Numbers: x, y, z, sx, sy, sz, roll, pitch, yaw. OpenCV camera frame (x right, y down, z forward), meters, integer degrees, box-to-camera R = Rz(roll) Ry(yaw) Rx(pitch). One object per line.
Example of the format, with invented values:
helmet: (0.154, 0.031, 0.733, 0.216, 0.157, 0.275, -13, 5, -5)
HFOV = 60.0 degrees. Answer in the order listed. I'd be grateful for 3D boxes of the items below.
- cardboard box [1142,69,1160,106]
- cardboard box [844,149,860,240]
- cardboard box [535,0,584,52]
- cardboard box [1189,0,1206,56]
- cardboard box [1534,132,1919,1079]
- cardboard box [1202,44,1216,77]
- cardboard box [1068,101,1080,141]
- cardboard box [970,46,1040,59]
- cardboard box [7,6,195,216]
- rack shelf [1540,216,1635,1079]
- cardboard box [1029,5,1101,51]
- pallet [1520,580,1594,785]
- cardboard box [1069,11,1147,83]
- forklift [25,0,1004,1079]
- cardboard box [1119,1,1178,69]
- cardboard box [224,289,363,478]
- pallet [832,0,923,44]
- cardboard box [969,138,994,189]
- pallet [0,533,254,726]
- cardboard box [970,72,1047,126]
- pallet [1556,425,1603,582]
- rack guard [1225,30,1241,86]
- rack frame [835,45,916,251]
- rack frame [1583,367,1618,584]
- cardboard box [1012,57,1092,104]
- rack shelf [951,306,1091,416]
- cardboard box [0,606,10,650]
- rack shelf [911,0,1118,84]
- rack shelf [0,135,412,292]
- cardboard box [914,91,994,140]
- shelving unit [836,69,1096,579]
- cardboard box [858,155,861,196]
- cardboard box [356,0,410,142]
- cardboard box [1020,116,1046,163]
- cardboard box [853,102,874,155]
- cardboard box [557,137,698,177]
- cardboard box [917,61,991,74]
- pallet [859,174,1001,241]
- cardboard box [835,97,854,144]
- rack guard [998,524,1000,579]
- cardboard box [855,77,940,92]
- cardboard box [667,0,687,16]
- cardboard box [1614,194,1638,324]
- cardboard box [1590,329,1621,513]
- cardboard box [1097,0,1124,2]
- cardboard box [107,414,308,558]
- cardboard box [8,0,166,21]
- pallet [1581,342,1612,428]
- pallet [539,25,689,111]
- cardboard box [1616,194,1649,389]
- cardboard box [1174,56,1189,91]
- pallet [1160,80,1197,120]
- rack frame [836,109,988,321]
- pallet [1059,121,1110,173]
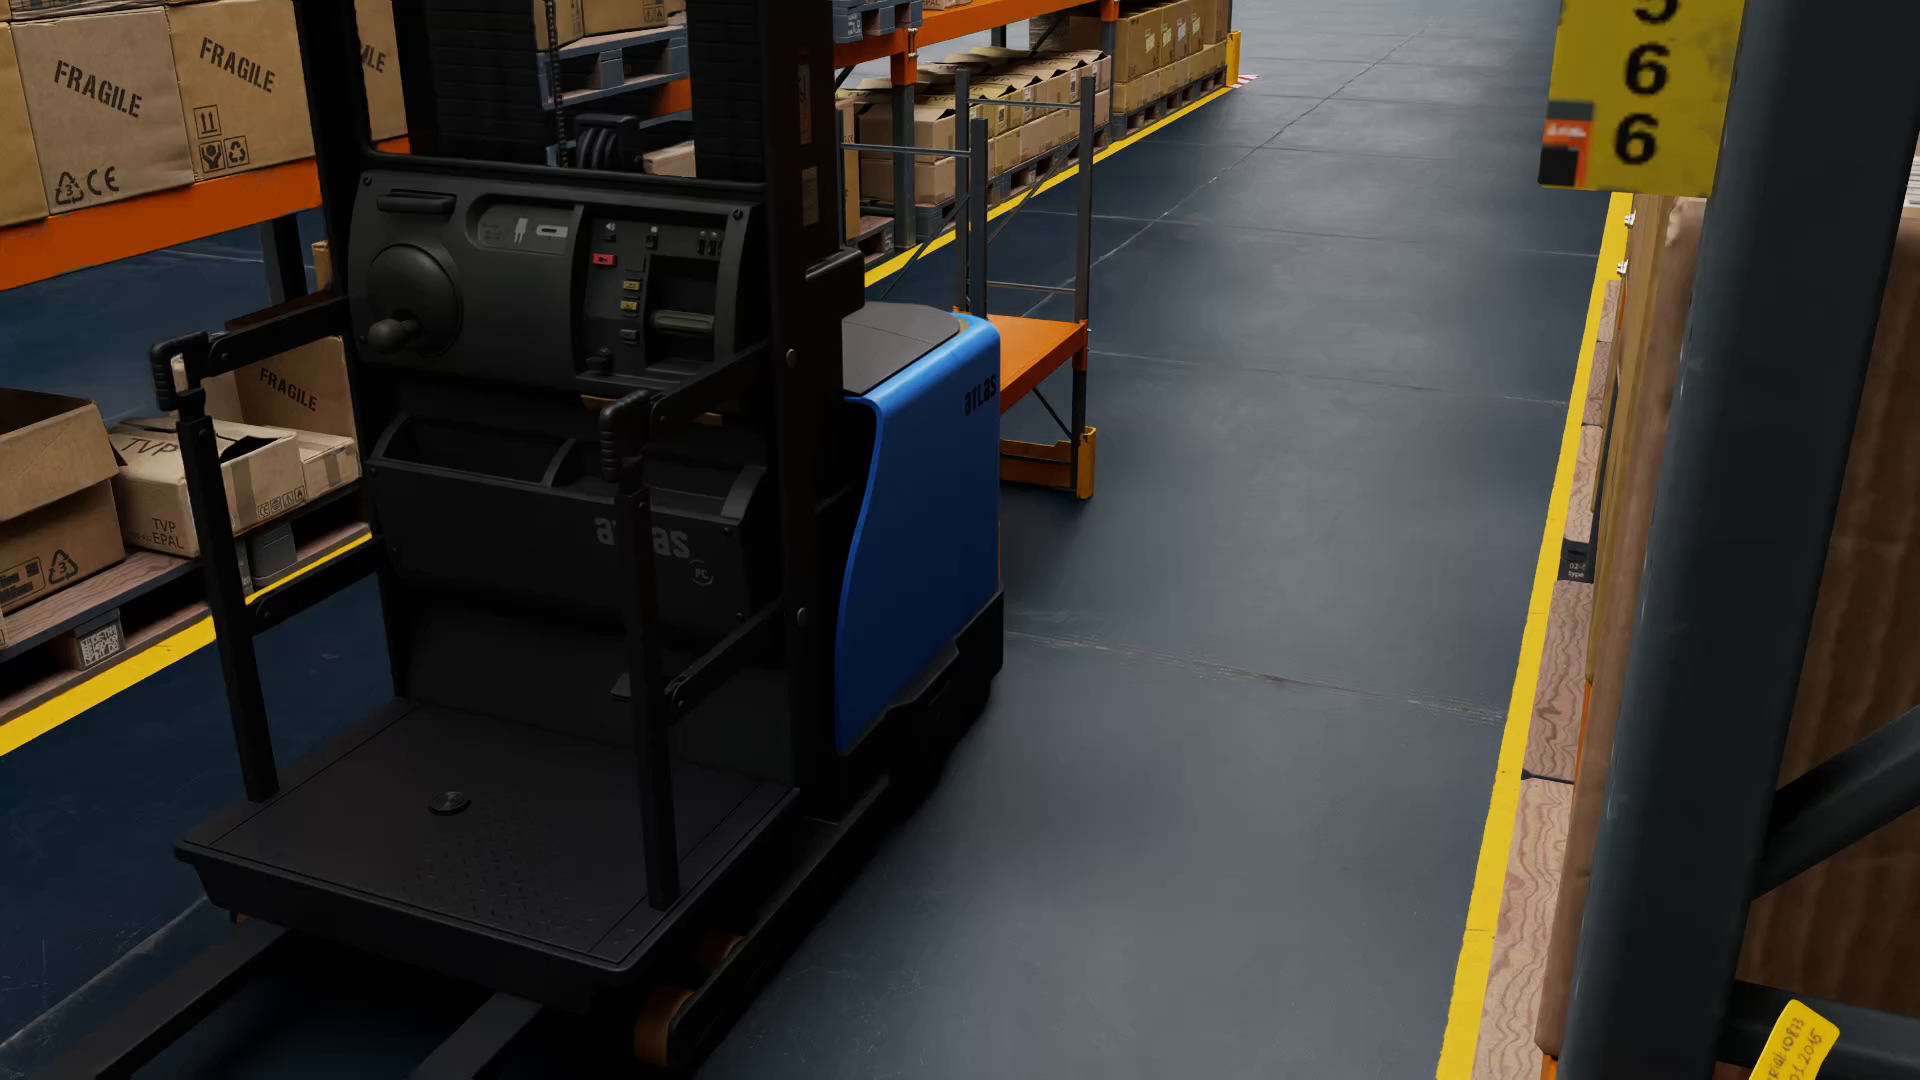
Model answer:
cardboard box: (1.379, -3.849, 14.095, 0.500, 0.250, 0.500, 9, 24, 20)
cardboard box: (-0.881, -1.873, 9.015, 0.500, 0.500, 0.500, 10, 25, 22)
cardboard box: (-1.853, -2.138, 6.301, 0.700, 0.500, 0.500, 1, 23, 2)
cardboard box: (1.940, -4.731, 15.234, 0.500, 0.500, 0.500, 9, 24, 20)
cardboard box: (1.058, 0.057, 1.333, 0.980, 0.700, 0.700, 10, 25, 22)
cardboard box: (2.121, -4.565, 15.809, 0.500, 0.250, 0.500, 9, 24, 20)
cardboard box: (0.660, -3.177, 12.488, 0.500, 0.250, 0.500, 8, 24, 19)
cardboard box: (0.350, -3.695, 12.998, 0.500, 0.311, 0.500, 9, 24, 20)
cardboard box: (-2.563, -1.222, 4.654, 0.500, 0.500, 0.500, 9, 24, 21)
rack shelf: (1.621, -0.005, 2.803, 1.077, 0.370, 4.000, 9, 24, 20)
cardboard box: (0.901, -4.269, 14.127, 0.500, 0.500, 0.500, 9, 24, 20)
pallet: (2.009, 0.495, 4.291, 1.003, 0.211, 1.213, 9, 24, 20)
cardboard box: (1.198, -4.015, 13.521, 0.500, 0.500, 0.500, 9, 24, 20)
forklift: (-0.916, -0.499, 3.141, 1.130, 2.935, 3.031, 9, 24, 21)
cardboard box: (1.569, -4.373, 14.377, 0.500, 0.500, 0.500, 9, 24, 20)
cardboard box: (-2.185, -0.565, 5.884, 0.500, 0.500, 0.500, 9, 24, 20)
pallet: (-0.938, -2.851, 8.932, 1.213, 0.211, 1.003, 9, 24, 20)
cardboard box: (-0.098, -2.442, 10.727, 0.500, 0.250, 0.500, 8, 24, 19)
pallet: (-2.945, 0.210, 4.973, 1.003, 0.211, 1.213, 9, 24, 20)
cardboard box: (0.285, -3.076, 11.518, 0.500, 0.311, 0.500, 8, 24, 19)
pallet: (2.580, -0.053, 5.602, 1.003, 0.211, 1.213, 9, 24, 20)
rack guard: (2.229, -4.910, 16.855, 1.175, 0.500, 0.348, 9, 24, 20)
rack frame: (-0.751, -3.192, 9.499, 1.000, 3.000, 0.127, 9, 24, 20)
rack frame: (2.364, -1.052, 4.378, 1.000, 3.000, 0.127, 9, 24, 20)
cardboard box: (0.663, -3.434, 12.374, 0.500, 0.311, 0.500, 9, 24, 22)
rack shelf: (0.032, -0.557, 5.603, 0.538, 0.185, 1.000, 9, 24, 20)
cardboard box: (-2.886, 0.225, 4.316, 0.500, 0.250, 0.500, 9, 24, 20)
rack shelf: (-0.008, -3.575, 11.351, 1.077, 0.370, 4.000, 9, 24, 20)
rack shelf: (-2.980, -0.713, 4.498, 1.077, 0.370, 4.000, 9, 24, 20)
cardboard box: (-0.097, -2.710, 10.641, 0.500, 0.311, 0.500, 8, 24, 19)
shelving unit: (0.028, -0.719, 5.526, 0.587, 1.500, 1.083, 9, 24, 20)
cardboard box: (-0.782, -2.340, 10.483, 0.500, 0.250, 0.500, 9, 24, 21)
cardboard box: (-2.184, -1.591, 5.537, 0.500, 0.500, 0.500, 9, 24, 21)
cardboard box: (0.280, -2.812, 11.614, 0.500, 0.250, 0.500, 9, 24, 21)
cardboard box: (-0.785, -2.598, 10.373, 0.500, 0.311, 0.500, 9, 24, 21)
cardboard box: (-1.460, -1.652, 7.513, 0.500, 0.250, 0.500, 9, 24, 20)
cardboard box: (-0.032, -3.331, 12.128, 0.500, 0.311, 0.500, 8, 24, 18)
pallet: (-0.409, -2.194, 10.729, 1.003, 0.211, 1.213, 9, 24, 20)
cardboard box: (-0.898, -2.198, 8.820, 0.500, 0.250, 0.500, 10, 25, 22)
rack guard: (-0.157, 0.036, 5.340, 0.587, 0.250, 0.087, 9, 24, 20)
cardboard box: (-0.408, -2.965, 11.252, 0.500, 0.311, 0.500, 9, 24, 20)
cardboard box: (-1.638, -2.641, 7.507, 0.700, 0.500, 0.500, 3, 23, 7)
cardboard box: (3.123, -1.129, 6.805, 0.750, 0.750, 0.750, 9, 24, 20)
cardboard box: (2.484, -0.505, 5.313, 0.750, 0.750, 0.750, 9, 24, 21)
cardboard box: (1.255, -4.629, 14.990, 0.500, 0.500, 0.500, 9, 24, 20)
cardboard box: (-2.464, -0.210, 5.278, 0.500, 0.311, 0.500, 9, 24, 20)
cardboard box: (-2.560, -1.686, 4.467, 0.500, 0.500, 0.500, 9, 24, 20)
pallet: (3.032, -0.491, 6.651, 1.003, 0.211, 1.213, 9, 24, 20)
pallet: (-1.839, -1.942, 6.757, 1.003, 0.211, 1.213, 9, 24, 20)
cardboard box: (1.610, -0.477, 2.611, 0.980, 0.700, 0.700, 8, 24, 17)
cardboard box: (1.750, -4.207, 14.952, 0.500, 0.250, 0.500, 9, 24, 20)
pallet: (1.521, -4.053, 15.179, 1.003, 0.211, 1.213, 9, 24, 20)
rack frame: (-0.157, -0.541, 5.098, 0.500, 1.500, 0.032, 9, 24, 20)
pallet: (0.497, -3.067, 12.819, 1.003, 0.211, 1.213, 9, 24, 20)
